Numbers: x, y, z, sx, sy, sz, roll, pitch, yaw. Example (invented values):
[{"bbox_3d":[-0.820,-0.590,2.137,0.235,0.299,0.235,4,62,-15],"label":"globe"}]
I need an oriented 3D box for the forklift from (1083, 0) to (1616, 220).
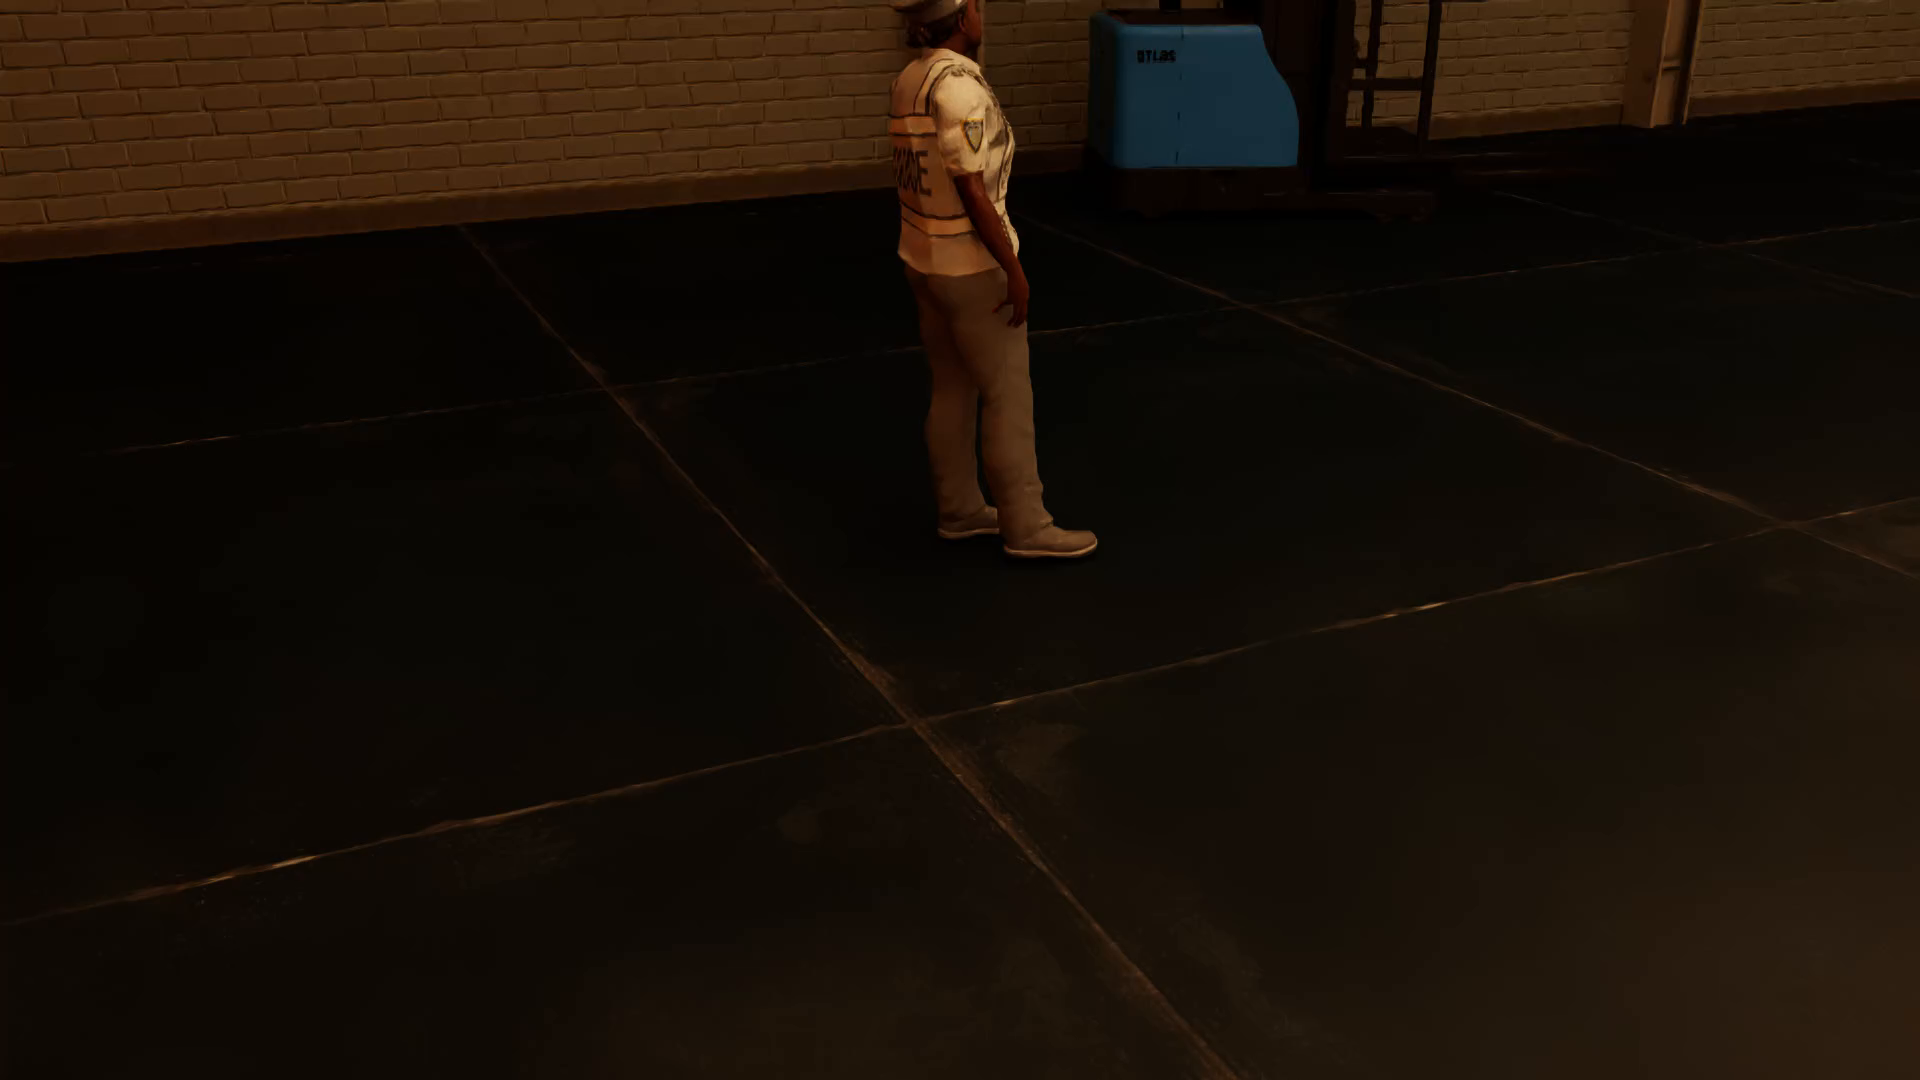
[{"bbox_3d":[2.306,-3.390,9.446,3.031,2.935,1.130,-2,23,-5],"label":"forklift"}]

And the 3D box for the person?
[{"bbox_3d":[0.076,-0.795,4.792,0.529,1.695,0.570,-10,25,-23],"label":"person"}]
